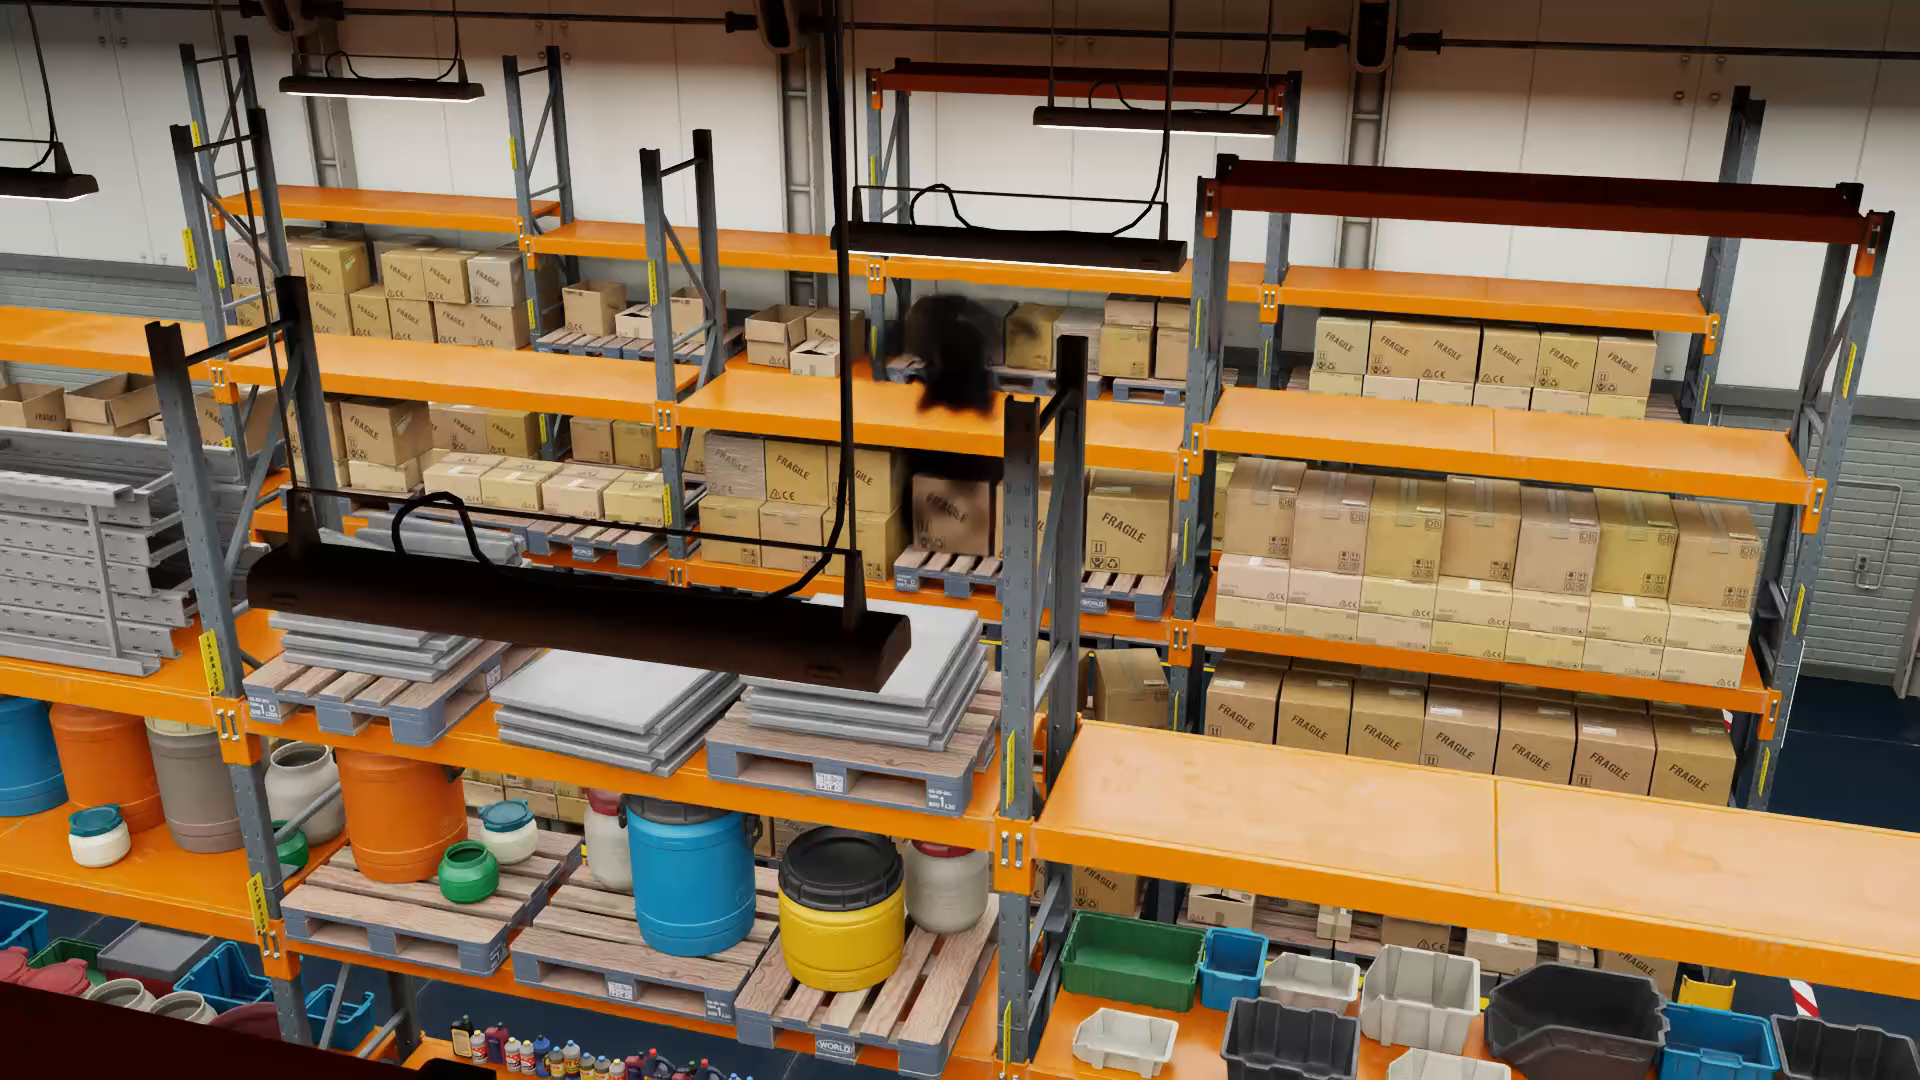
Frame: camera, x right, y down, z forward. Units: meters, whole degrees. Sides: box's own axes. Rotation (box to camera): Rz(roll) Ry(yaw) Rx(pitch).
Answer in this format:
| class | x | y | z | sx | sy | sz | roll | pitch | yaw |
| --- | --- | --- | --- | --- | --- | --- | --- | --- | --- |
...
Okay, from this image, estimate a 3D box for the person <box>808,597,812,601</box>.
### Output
| class | x | y | z | sx | sy | sz | roll | pitch | yaw |
| --- | --- | --- | --- | --- | --- | --- | --- | --- | --- |
| person | -1.010 | 1.173 | 15.849 | 1.043 | 1.682 | 0.751 | 1 | 23 | 2 |
